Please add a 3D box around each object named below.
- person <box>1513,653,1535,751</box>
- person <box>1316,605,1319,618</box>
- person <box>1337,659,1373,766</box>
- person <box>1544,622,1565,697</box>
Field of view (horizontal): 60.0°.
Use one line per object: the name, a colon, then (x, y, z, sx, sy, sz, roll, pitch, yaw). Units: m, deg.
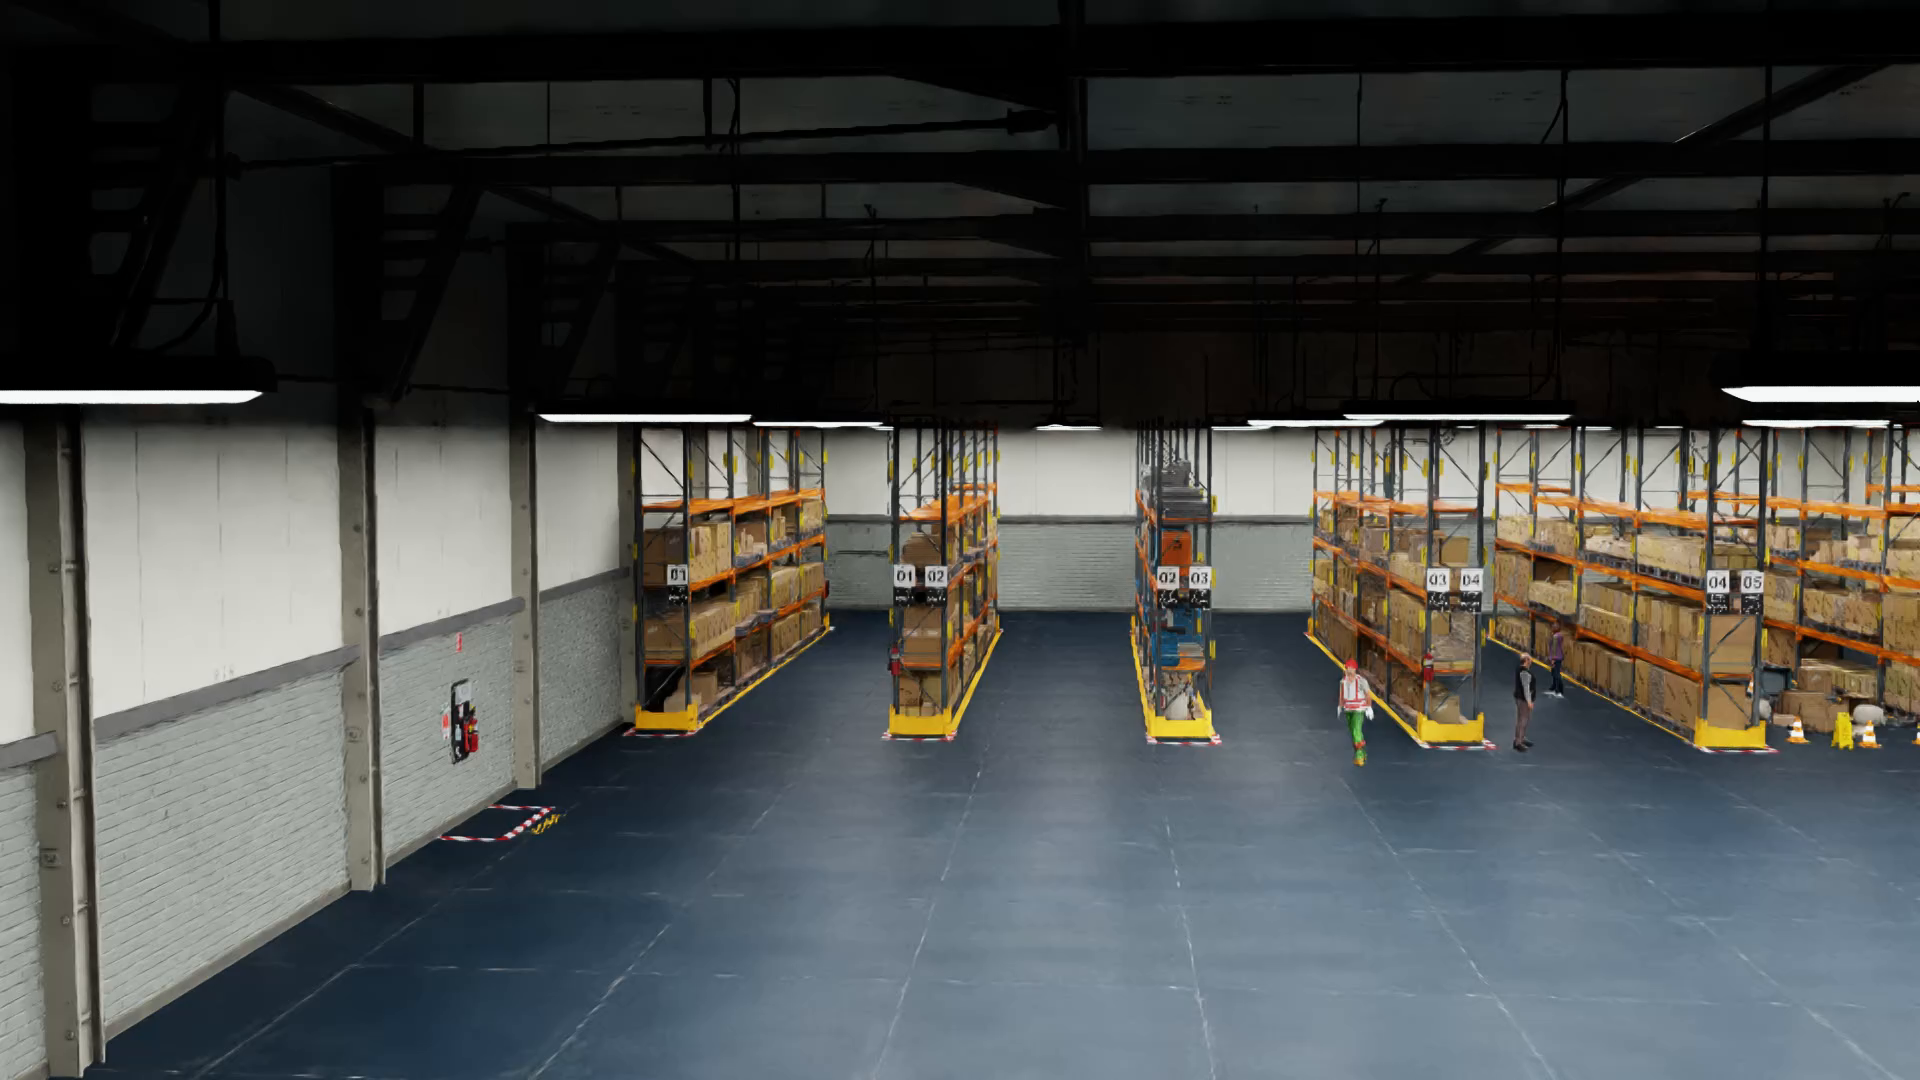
person: (10.165, 2.888, 29.935, 0.384, 1.730, 0.688, 1, 4, 12)
person: (11.152, 1.631, 50.389, 0.621, 1.588, 0.828, -1, 4, -12)
person: (6.855, 2.952, 28.780, 0.493, 1.795, 0.622, -3, 5, -34)
person: (12.835, 2.569, 35.889, 0.453, 1.599, 0.467, 3, 5, 36)
